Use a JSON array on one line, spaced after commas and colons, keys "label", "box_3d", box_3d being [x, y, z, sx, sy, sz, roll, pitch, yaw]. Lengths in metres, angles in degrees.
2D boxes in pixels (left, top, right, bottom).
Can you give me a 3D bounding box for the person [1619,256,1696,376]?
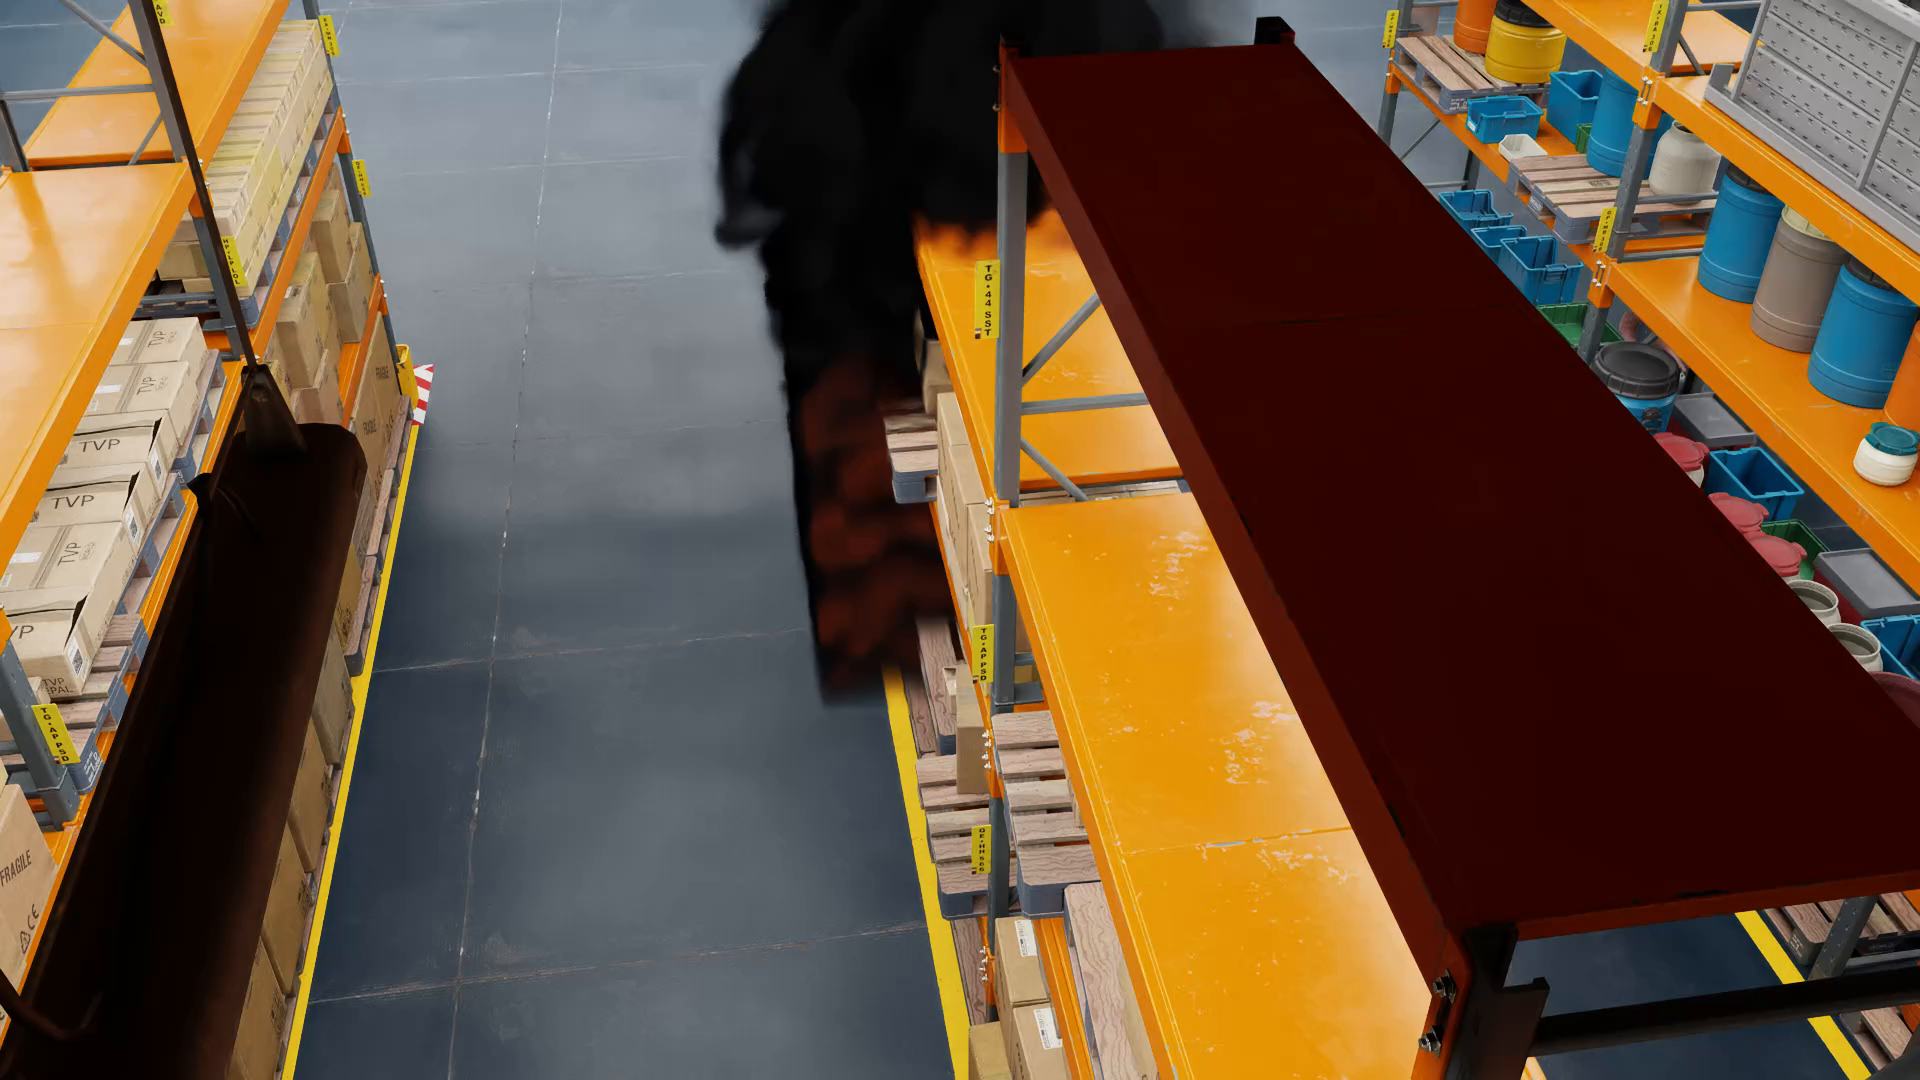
[{"label": "person", "box_3d": [6.281, -2.139, 14.977, 0.589, 1.633, 0.877, -10, 38, -14]}]
